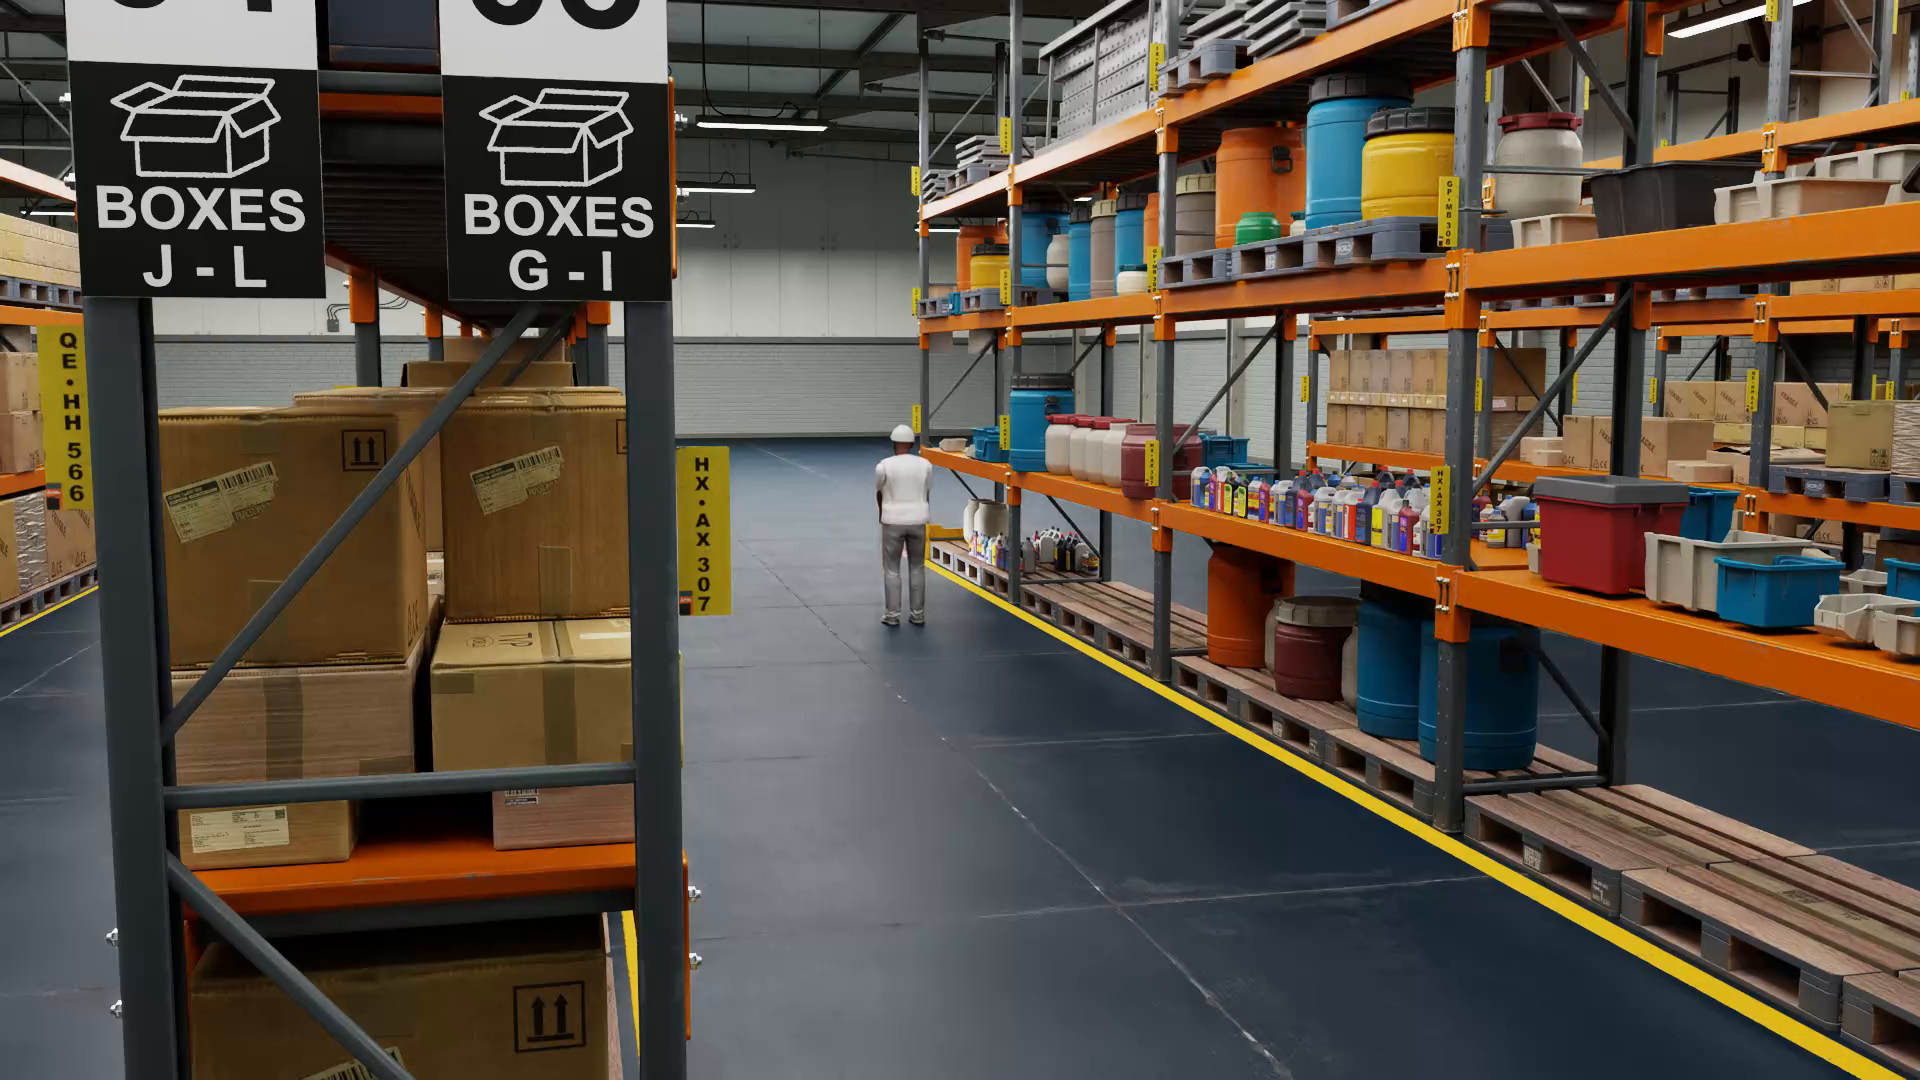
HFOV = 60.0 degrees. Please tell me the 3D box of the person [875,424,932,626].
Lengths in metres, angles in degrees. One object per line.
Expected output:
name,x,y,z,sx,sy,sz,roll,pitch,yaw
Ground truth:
person,-0.521,-0.146,14.726,0.505,1.762,0.571,-1,6,-13
